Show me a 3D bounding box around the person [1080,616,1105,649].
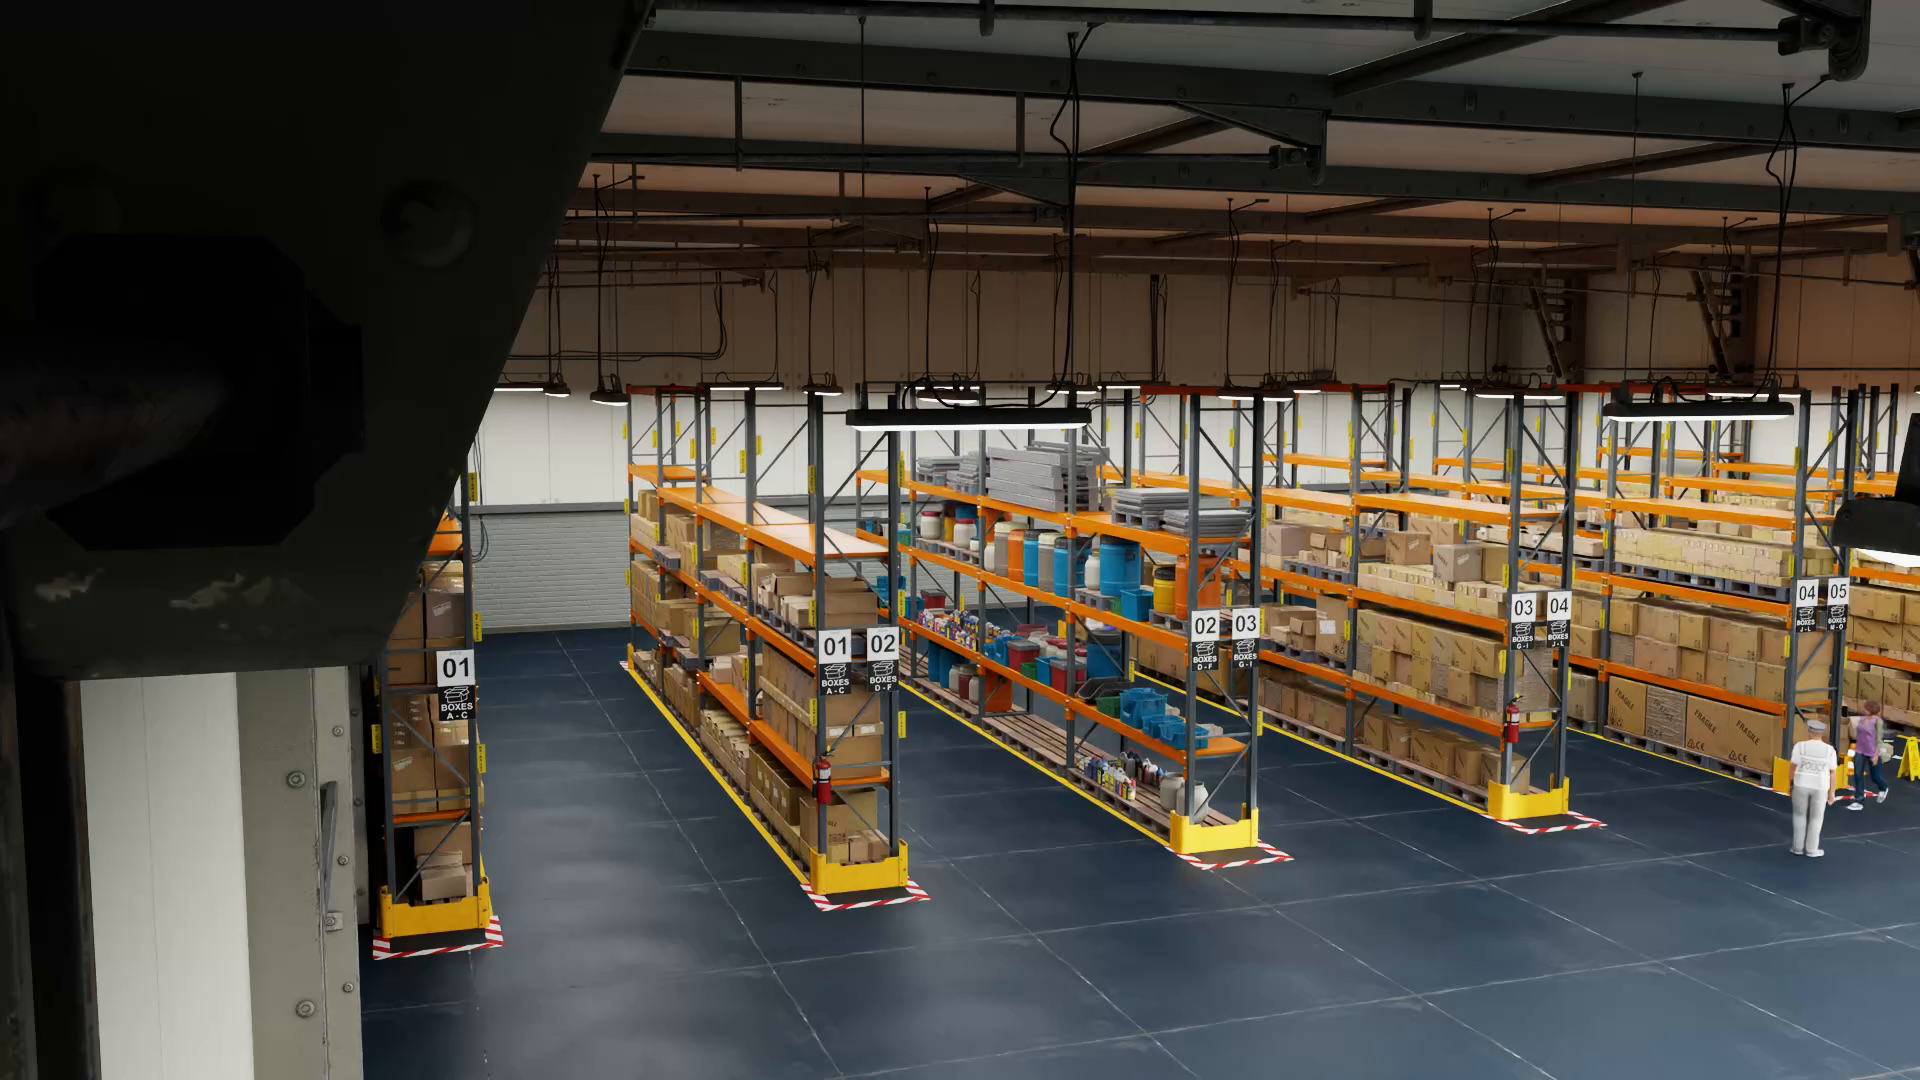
[{"bbox_3d":[2.797,1.794,34.147,0.701,1.724,0.982,-1,6,-13],"label":"person"}]

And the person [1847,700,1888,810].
[{"bbox_3d":[13.077,3.072,23.910,0.783,1.572,0.386,-5,8,-41],"label":"person"}]

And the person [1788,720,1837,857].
[{"bbox_3d":[11.045,3.226,21.565,0.555,1.767,0.401,3,7,25],"label":"person"}]

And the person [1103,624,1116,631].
[{"bbox_3d":[2.716,2.182,31.094,0.580,1.698,0.493,3,7,30],"label":"person"}]
